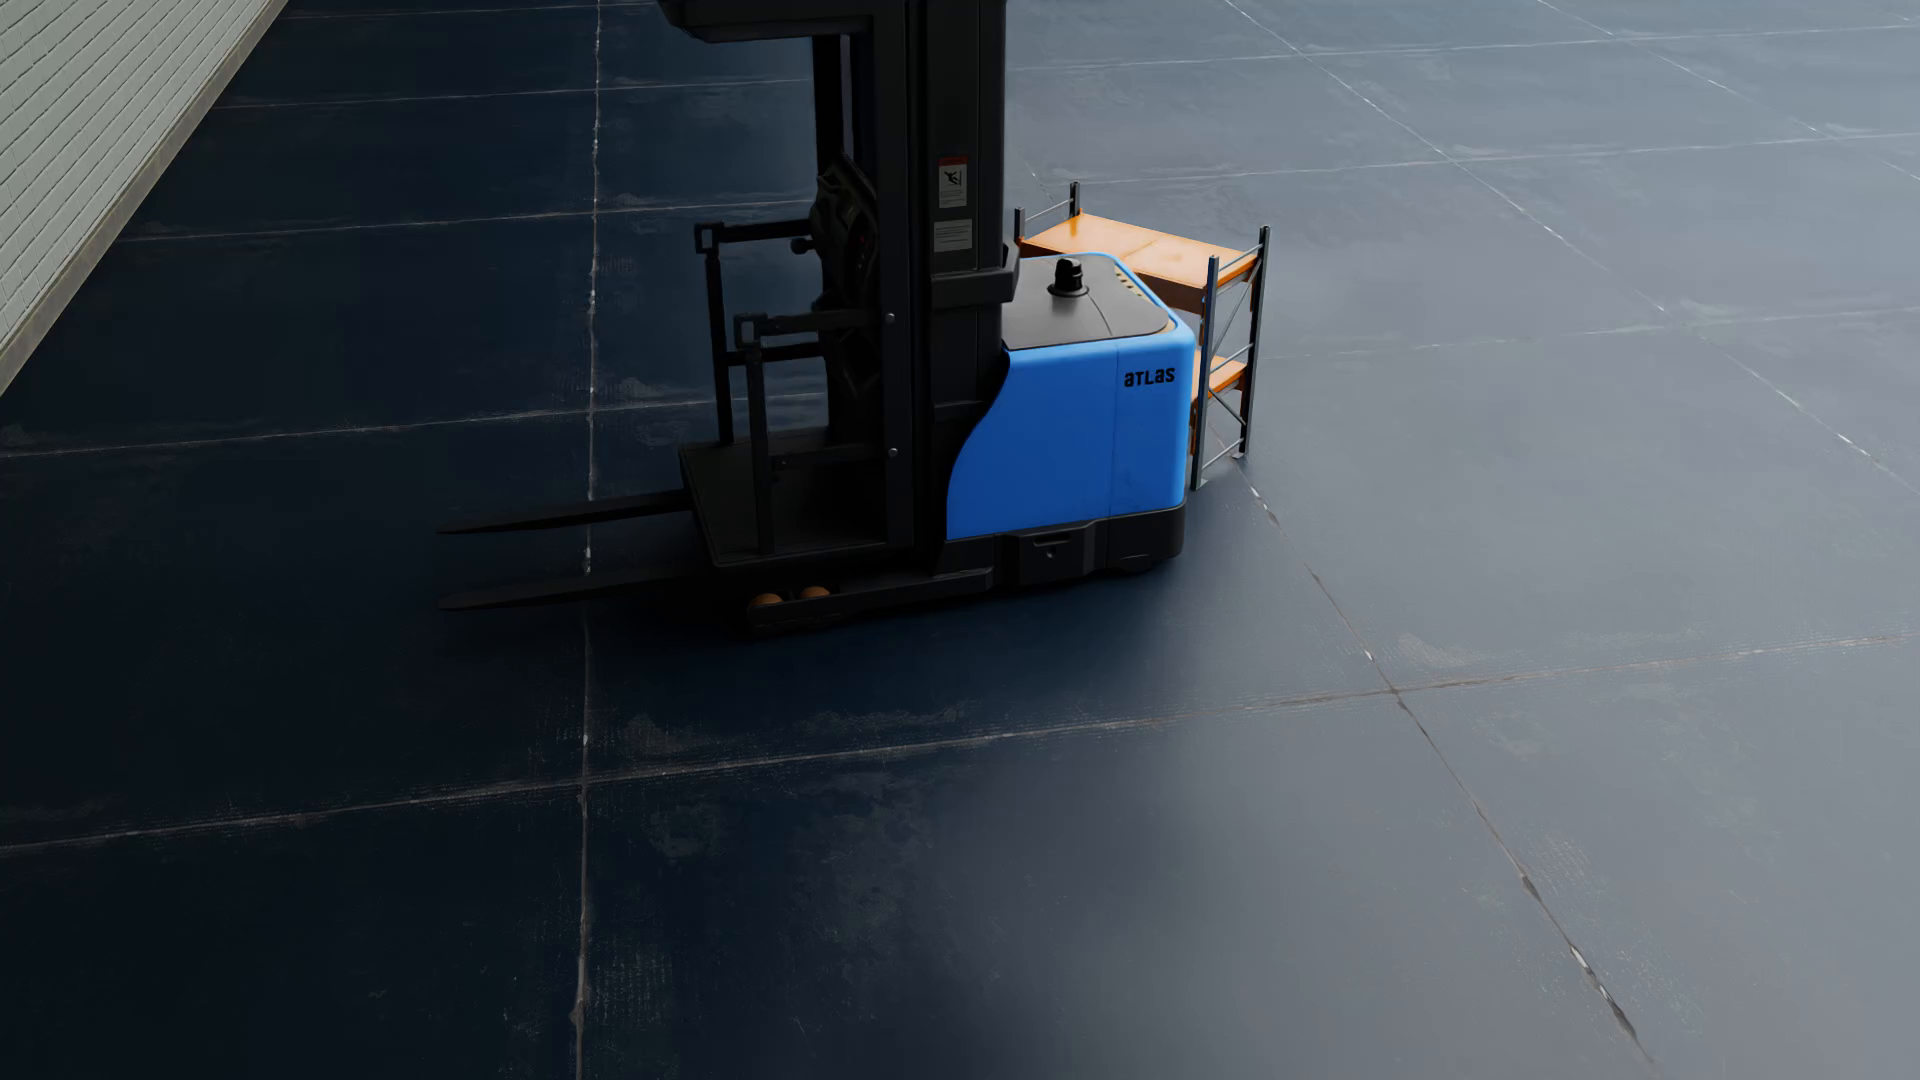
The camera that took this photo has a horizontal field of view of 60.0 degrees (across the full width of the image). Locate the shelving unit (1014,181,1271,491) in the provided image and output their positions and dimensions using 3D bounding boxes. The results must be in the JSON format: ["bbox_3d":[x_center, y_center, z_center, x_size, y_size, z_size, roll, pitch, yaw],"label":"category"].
[{"bbox_3d":[0.817,-0.972,7.794,1.048,1.125,0.538,21,36,31],"label":"shelving unit"}]

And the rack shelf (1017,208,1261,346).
[{"bbox_3d":[0.817,-1.225,7.645,1.000,0.278,0.538,21,36,31],"label":"rack shelf"}]

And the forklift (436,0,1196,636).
[{"bbox_3d":[-0.630,-1.180,6.365,3.031,2.935,1.130,-8,31,-14],"label":"forklift"}]

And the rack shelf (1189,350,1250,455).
[{"bbox_3d":[0.817,-0.761,7.918,1.000,0.278,0.538,21,36,31],"label":"rack shelf"}]

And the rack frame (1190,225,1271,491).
[{"bbox_3d":[1.221,-0.816,7.528,0.032,1.125,0.500,21,36,31],"label":"rack frame"}]

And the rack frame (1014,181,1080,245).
[{"bbox_3d":[0.412,-1.128,8.059,0.032,1.125,0.500,21,36,31],"label":"rack frame"}]
